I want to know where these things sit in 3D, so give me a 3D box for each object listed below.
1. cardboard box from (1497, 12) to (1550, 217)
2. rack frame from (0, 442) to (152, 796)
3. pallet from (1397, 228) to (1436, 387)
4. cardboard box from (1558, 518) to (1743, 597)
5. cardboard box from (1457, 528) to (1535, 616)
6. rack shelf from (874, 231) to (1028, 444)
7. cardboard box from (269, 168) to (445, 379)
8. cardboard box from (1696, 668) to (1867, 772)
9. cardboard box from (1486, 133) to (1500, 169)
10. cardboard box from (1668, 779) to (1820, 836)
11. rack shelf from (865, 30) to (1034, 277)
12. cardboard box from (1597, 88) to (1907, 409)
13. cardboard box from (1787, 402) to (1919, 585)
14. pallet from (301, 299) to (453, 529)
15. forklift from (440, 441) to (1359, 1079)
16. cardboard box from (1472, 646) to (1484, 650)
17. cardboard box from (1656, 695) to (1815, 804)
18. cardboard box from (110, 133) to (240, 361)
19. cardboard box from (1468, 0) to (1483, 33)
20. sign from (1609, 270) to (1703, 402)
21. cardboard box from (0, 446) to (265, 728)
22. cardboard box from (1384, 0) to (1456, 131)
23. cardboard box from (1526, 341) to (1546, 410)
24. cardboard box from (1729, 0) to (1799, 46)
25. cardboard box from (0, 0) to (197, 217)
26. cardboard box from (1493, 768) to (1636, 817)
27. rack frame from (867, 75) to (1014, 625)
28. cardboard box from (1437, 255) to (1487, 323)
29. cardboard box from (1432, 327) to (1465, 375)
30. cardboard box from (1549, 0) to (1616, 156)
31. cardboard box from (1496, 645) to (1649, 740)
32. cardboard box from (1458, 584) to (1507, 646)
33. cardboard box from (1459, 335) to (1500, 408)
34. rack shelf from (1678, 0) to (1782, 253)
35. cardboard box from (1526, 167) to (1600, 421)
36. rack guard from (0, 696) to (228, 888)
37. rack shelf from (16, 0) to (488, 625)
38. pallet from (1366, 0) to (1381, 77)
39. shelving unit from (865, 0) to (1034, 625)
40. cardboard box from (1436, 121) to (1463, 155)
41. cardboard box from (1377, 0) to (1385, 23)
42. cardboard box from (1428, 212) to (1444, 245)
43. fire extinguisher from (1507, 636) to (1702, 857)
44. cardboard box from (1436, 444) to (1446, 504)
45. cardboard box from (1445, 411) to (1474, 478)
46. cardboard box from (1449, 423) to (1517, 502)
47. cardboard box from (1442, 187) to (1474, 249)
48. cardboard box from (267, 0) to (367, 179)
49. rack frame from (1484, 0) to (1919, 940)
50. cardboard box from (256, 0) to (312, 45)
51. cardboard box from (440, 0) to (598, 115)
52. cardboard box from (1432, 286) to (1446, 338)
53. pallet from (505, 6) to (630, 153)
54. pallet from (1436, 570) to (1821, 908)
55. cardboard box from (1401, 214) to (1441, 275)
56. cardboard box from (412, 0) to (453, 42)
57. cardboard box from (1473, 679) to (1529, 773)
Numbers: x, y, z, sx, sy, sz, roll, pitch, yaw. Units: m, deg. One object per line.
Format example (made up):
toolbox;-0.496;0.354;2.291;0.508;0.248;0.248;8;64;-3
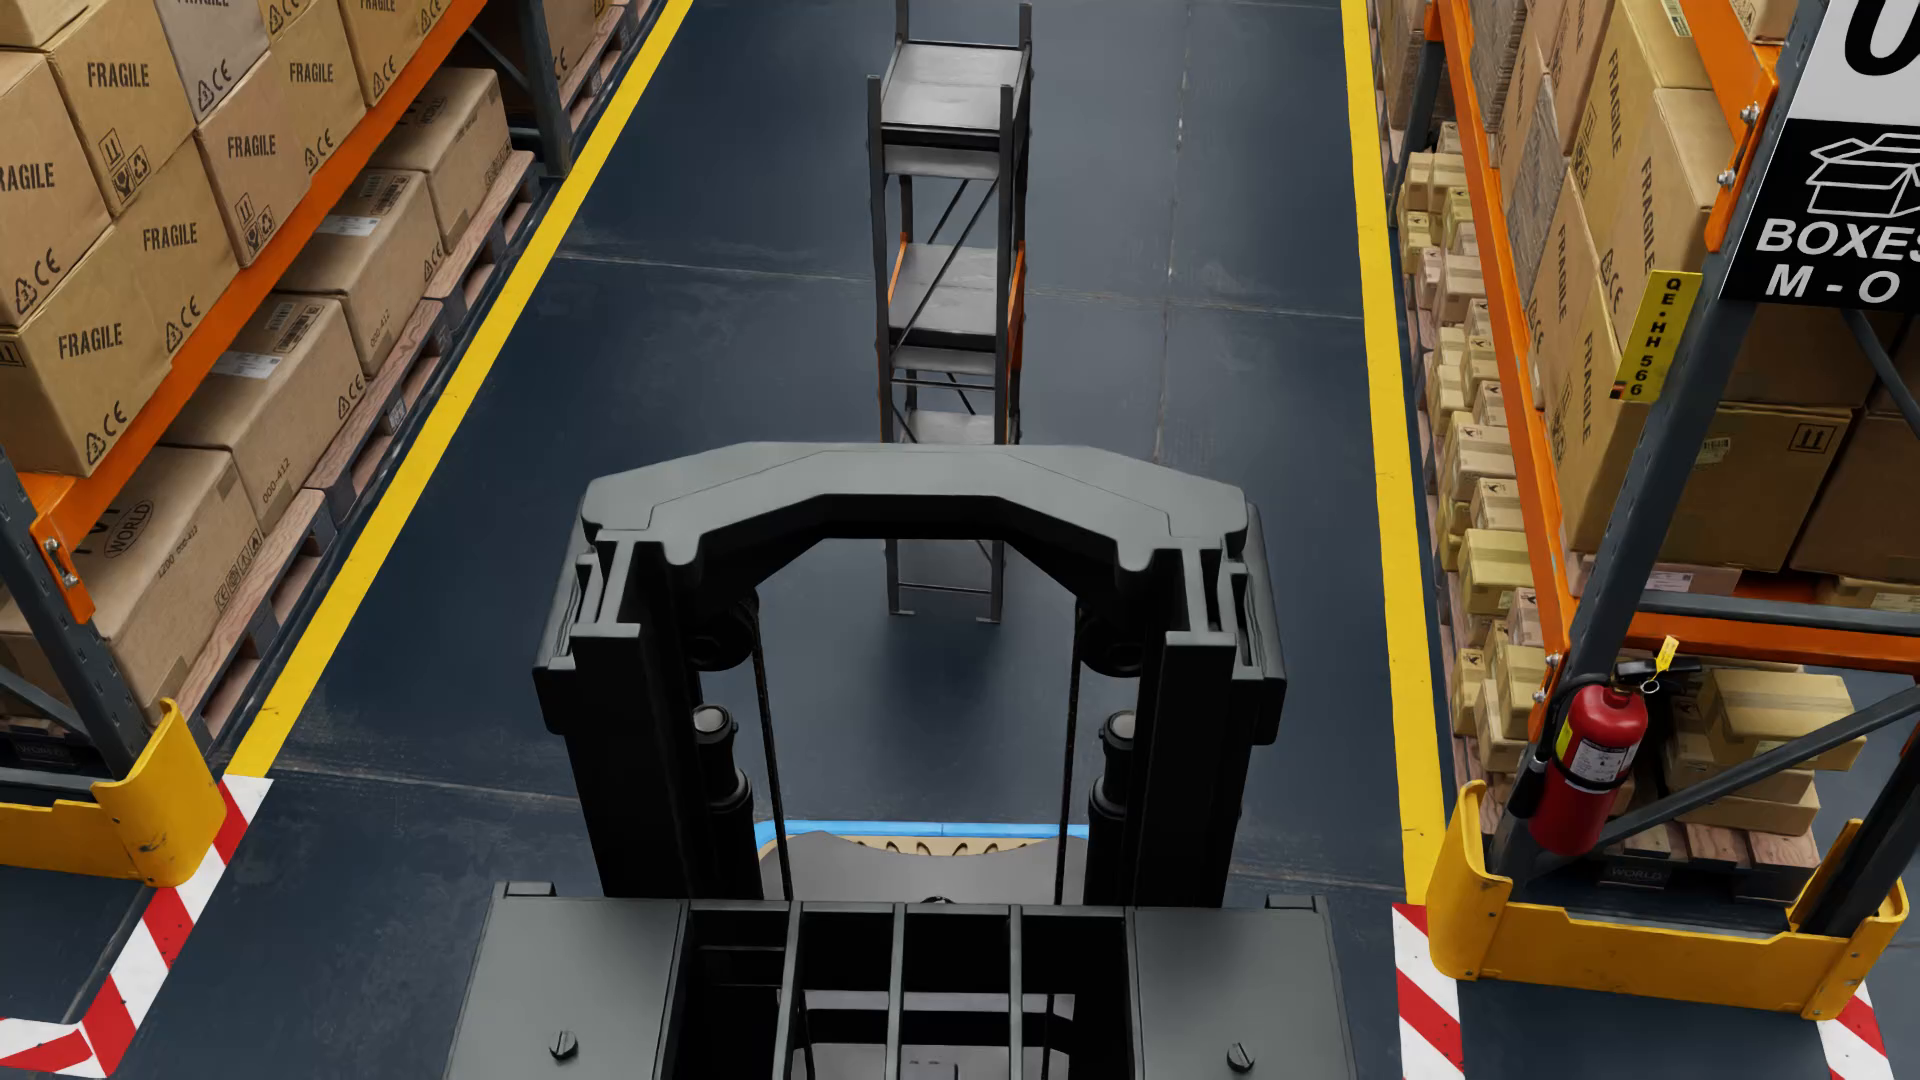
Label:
cardboard box;1.994;-1.328;5.181;0.500;0.500;0.500;7;44;8
rack frame;-2.937;-0.199;4.278;1.000;3.000;0.127;5;44;6
pallet;2.458;-1.070;7.227;1.003;0.211;1.213;5;44;6
cardboard box;1.746;0.026;4.224;0.380;0.149;0.250;5;44;6
cardboard box;1.800;0.111;5.286;0.380;0.149;0.250;4;44;5
rack shelf;-0.022;-0.640;5.418;0.431;0.518;0.480;5;44;6
cardboard box;-2.715;-1.119;6.808;0.875;0.438;0.875;4;44;4
cardboard box;2.389;0.523;4.852;0.380;0.149;0.250;3;44;4
cardboard box;2.024;-1.387;5.716;0.380;0.149;0.250;7;44;7
cardboard box;2.370;0.737;5.058;0.380;0.149;0.250;6;44;6
rack shelf;-0.022;-1.148;4.937;0.431;0.518;0.480;5;44;6
cardboard box;1.797;-0.660;3.749;0.500;0.500;0.500;4;44;5
cardboard box;2.316;-0.243;4.036;0.500;0.500;0.500;7;44;7
pallet;-2.745;-0.567;6.696;1.003;0.211;1.213;5;44;6
forklift;-0.072;1.406;2.634;1.130;2.935;3.031;1;43;1
cardboard box;1.900;0.331;5.487;0.380;0.149;0.250;5;44;5
cardboard box;2.307;0.623;4.962;0.380;0.149;0.250;7;44;7
cardboard box;-2.550;-0.883;4.929;0.500;0.500;0.500;5;44;5
cardboard box;2.138;-2.036;5.929;0.500;0.500;0.500;5;44;5
sign;1.435;-0.417;3.437;0.100;0.325;0.005;5;44;6
cardboard box;-2.949;0.120;5.500;0.875;0.438;0.875;4;44;4
cardboard box;2.360;-2.316;8.027;0.500;0.500;0.500;4;44;5
cardboard box;1.845;-0.489;4.767;0.380;0.149;0.250;6;44;7
cardboard box;1.781;-1.187;3.249;0.500;0.250;0.500;4;44;5
cardboard box;-2.530;-1.252;4.591;0.500;0.500;0.500;4;44;4
cardboard box;1.846;0.687;5.111;0.380;0.149;0.250;6;44;6
rack frame;-0.054;-0.483;5.233;0.400;2.100;0.015;5;44;6
cardboard box;2.055;-0.956;6.414;0.380;0.149;0.250;6;44;6
cardboard box;2.011;-0.666;6.323;0.380;0.149;0.250;5;44;5
cardboard box;1.924;-1.360;4.489;0.500;0.500;0.500;7;44;8
cardboard box;1.802;0.465;4.913;0.380;0.149;0.250;6;44;6
cardboard box;1.837;0.217;5.391;0.380;0.149;0.250;4;44;4
cardboard box;2.029;-0.598;6.036;0.380;0.149;0.250;5;44;6
rack shelf;2.247;-2.009;4.531;1.077;0.370;4.000;5;44;6
cardboard box;1.860;-0.642;4.458;0.500;0.500;0.500;5;44;5
rack guard;-2.940;0.725;5.121;1.175;0.500;0.348;5;44;6
rack shelf;-2.673;-1.301;5.965;1.077;0.370;4.000;5;44;6
pallet;2.772;-2.896;9.155;1.003;0.211;1.213;5;44;6
shelving unit;-0.022;-0.650;5.409;0.431;2.100;0.503;5;44;6
cardboard box;2.261;-1.661;7.158;0.380;0.149;0.250;7;44;7
cardboard box;2.500;-3.015;8.765;0.500;0.500;0.500;4;44;5
cardboard box;2.202;-1.371;7.068;0.380;0.149;0.250;6;44;6
fire extinguisher;1.492;0.475;3.894;0.296;0.674;0.183;5;44;6
cardboard box;1.947;-0.203;6.051;0.380;0.149;0.250;6;44;6
cardboard box;1.945;-0.310;5.948;0.380;0.149;0.250;7;44;8
cardboard box;1.878;-0.248;5.665;0.380;0.149;0.250;7;44;7
cardboard box;2.181;-1.302;6.779;0.380;0.149;0.250;5;44;5
cardboard box;-2.415;-1.571;5.655;0.500;0.500;0.500;7;44;7
rack frame;1.983;0.182;3.876;1.000;3.000;0.127;5;44;6
cardboard box;-2.404;-1.944;5.321;0.500;0.500;0.500;5;44;6
cardboard box;-2.406;-2.736;8.197;0.875;0.875;0.875;6;44;7
cardboard box;2.145;-0.909;6.797;0.380;0.149;0.250;4;44;5
pallet;-2.381;-2.445;8.679;1.003;0.211;1.213;5;44;6
pallet;2.135;0.593;5.471;1.003;0.211;1.213;5;44;6
cardboard box;2.110;-1.261;7.168;0.380;0.149;0.250;6;44;7
cardboard box;-2.279;-2.271;6.394;0.500;0.500;0.500;4;44;4
cardboard box;1.770;0.571;5.017;0.380;0.149;0.250;4;44;4
